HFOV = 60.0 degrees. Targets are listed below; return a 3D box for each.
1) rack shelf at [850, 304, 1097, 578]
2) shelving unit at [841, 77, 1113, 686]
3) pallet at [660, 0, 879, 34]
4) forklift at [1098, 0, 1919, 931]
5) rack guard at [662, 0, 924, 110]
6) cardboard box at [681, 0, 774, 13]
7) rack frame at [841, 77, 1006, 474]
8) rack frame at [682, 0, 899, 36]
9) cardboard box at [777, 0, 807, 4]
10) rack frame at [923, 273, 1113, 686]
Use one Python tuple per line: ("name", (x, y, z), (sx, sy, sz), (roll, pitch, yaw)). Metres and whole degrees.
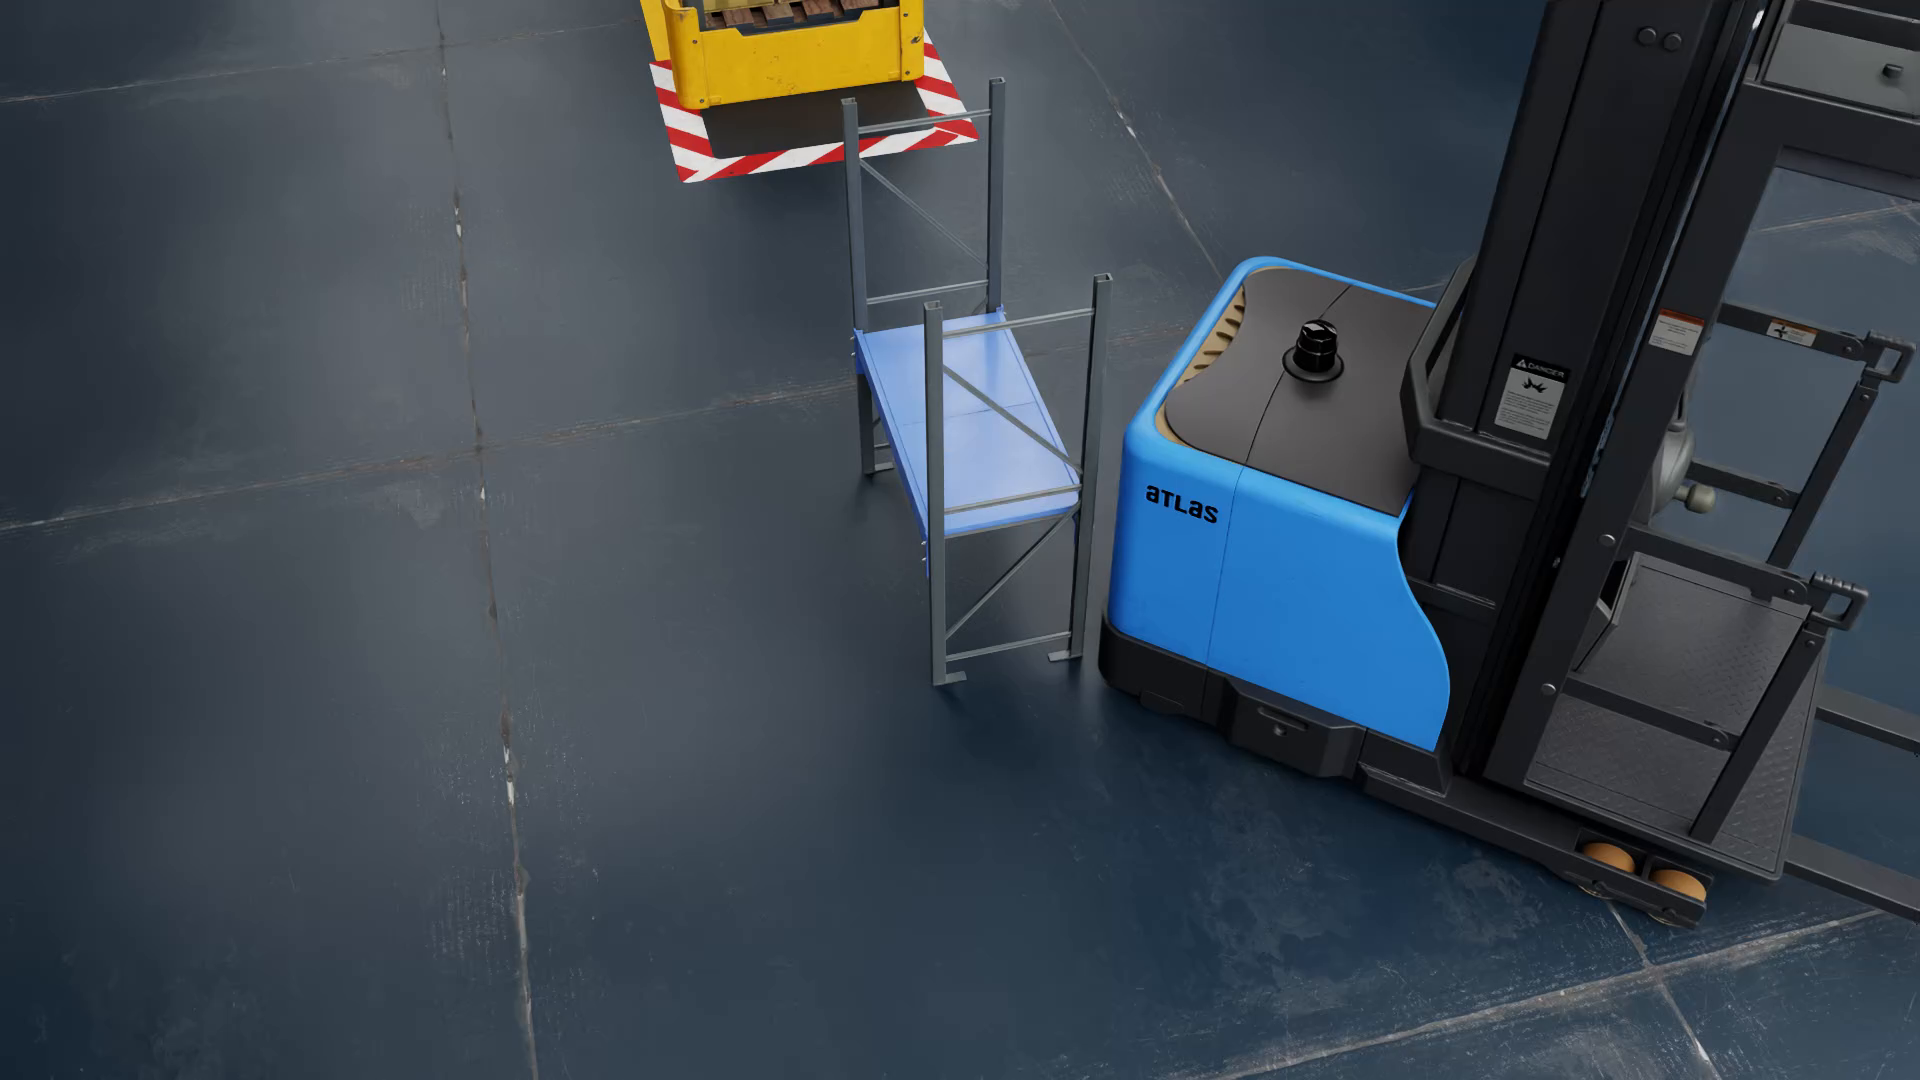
("rack shelf", (0.022, -0.340, 5.285), (0.538, 0.185, 1.000), (-11, 47, -10))
("shelving unit", (0.022, -0.466, 5.157), (0.538, 1.500, 1.048), (-11, 47, -10))
("pallet", (-1.007, -2.820, 8.366), (1.003, 0.211, 1.213), (-11, 47, -10))
("forklift", (1.984, -0.378, 4.068), (3.031, 2.935, 1.130), (21, 49, 19))
("rack guard", (-0.765, -2.384, 7.736), (1.175, 0.500, 0.348), (-11, 47, -10))
("cardboard box", (-1.194, -2.776, 8.002), (0.500, 0.250, 0.500), (-11, 47, -10))
("rack frame", (-0.108, -0.817, 5.501), (0.500, 1.500, 0.032), (-11, 47, -10))
("rack frame", (-0.771, -3.275, 6.860), (1.000, 3.000, 0.127), (-11, 47, -10))
("cardboard box", (-0.693, -2.871, 8.095), (0.500, 0.250, 0.500), (-11, 47, -10))
("rack frame", (0.152, -0.115, 4.813), (0.500, 1.500, 0.032), (-11, 47, -10))
